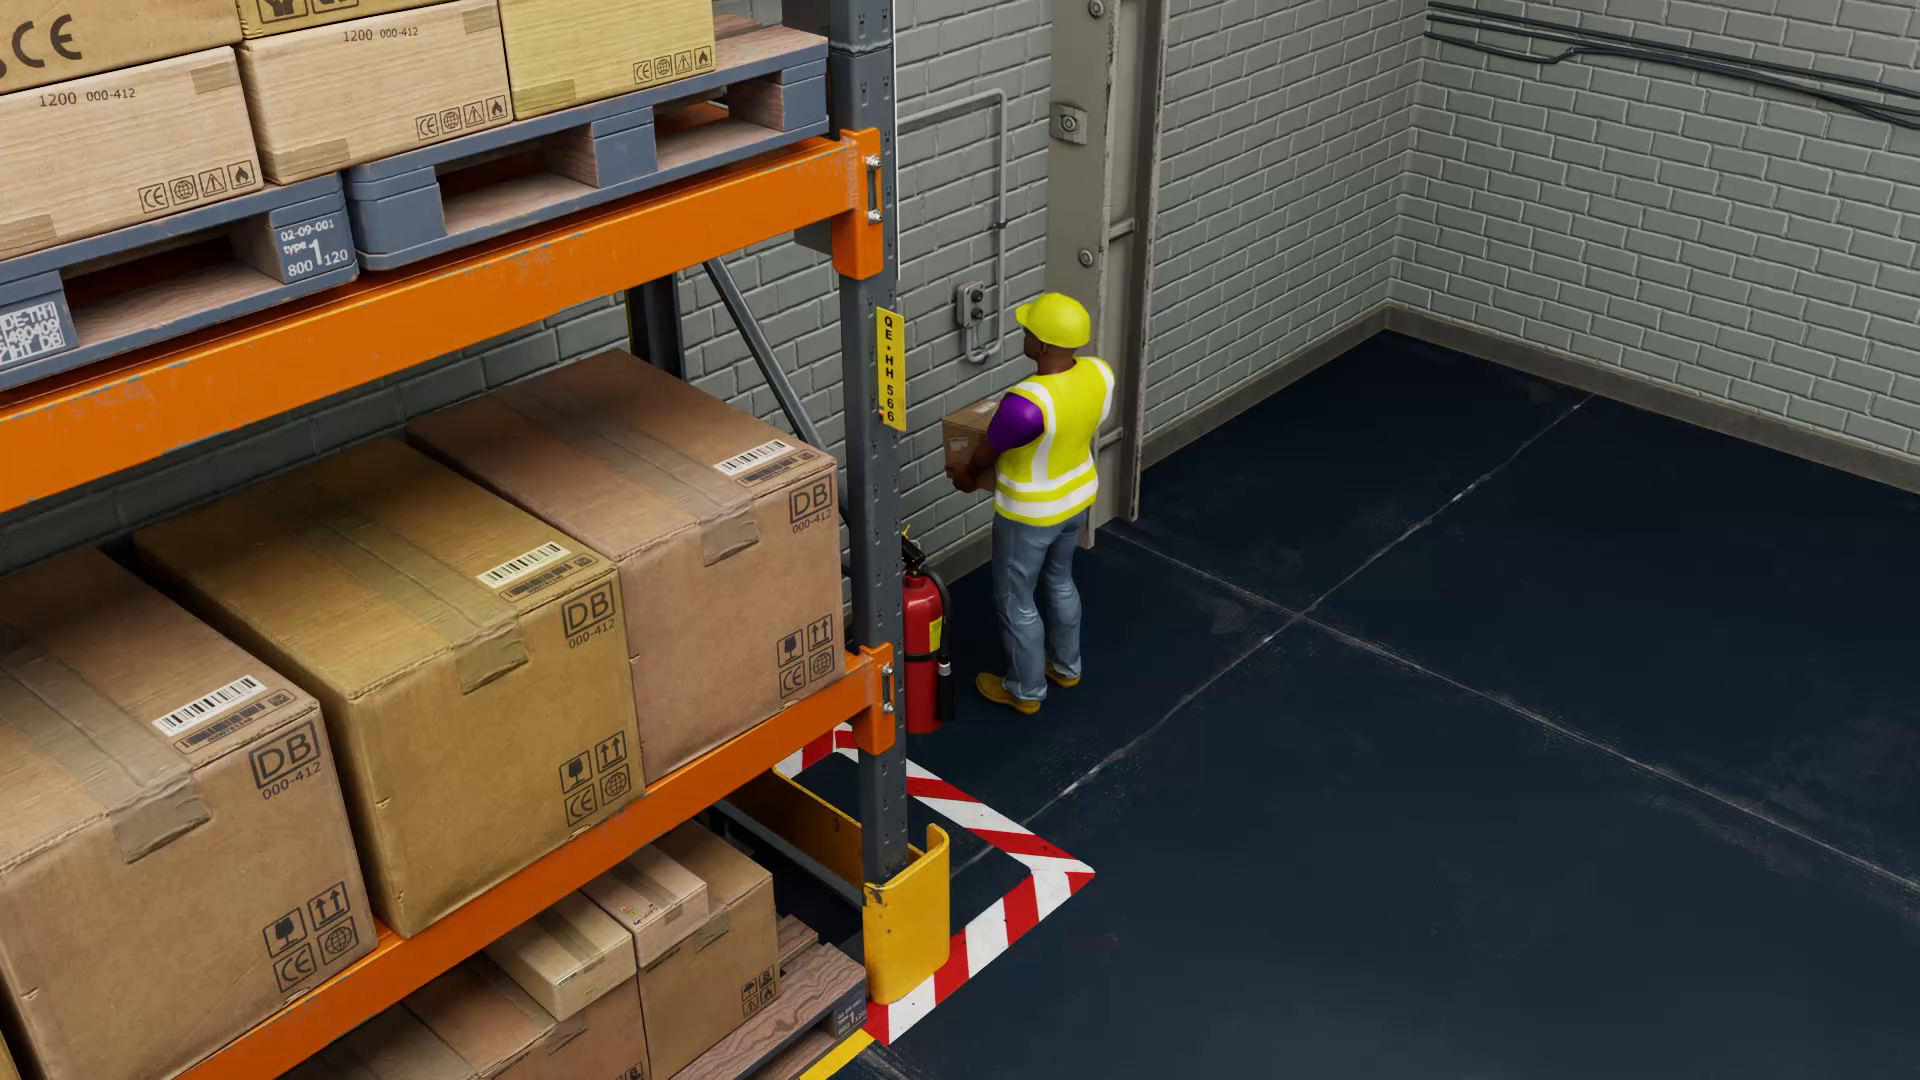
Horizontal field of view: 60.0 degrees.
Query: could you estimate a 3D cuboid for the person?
[{"bbox_3d":[0.235,-0.168,6.395,0.587,1.760,0.503,26,40,36],"label":"person"}]
